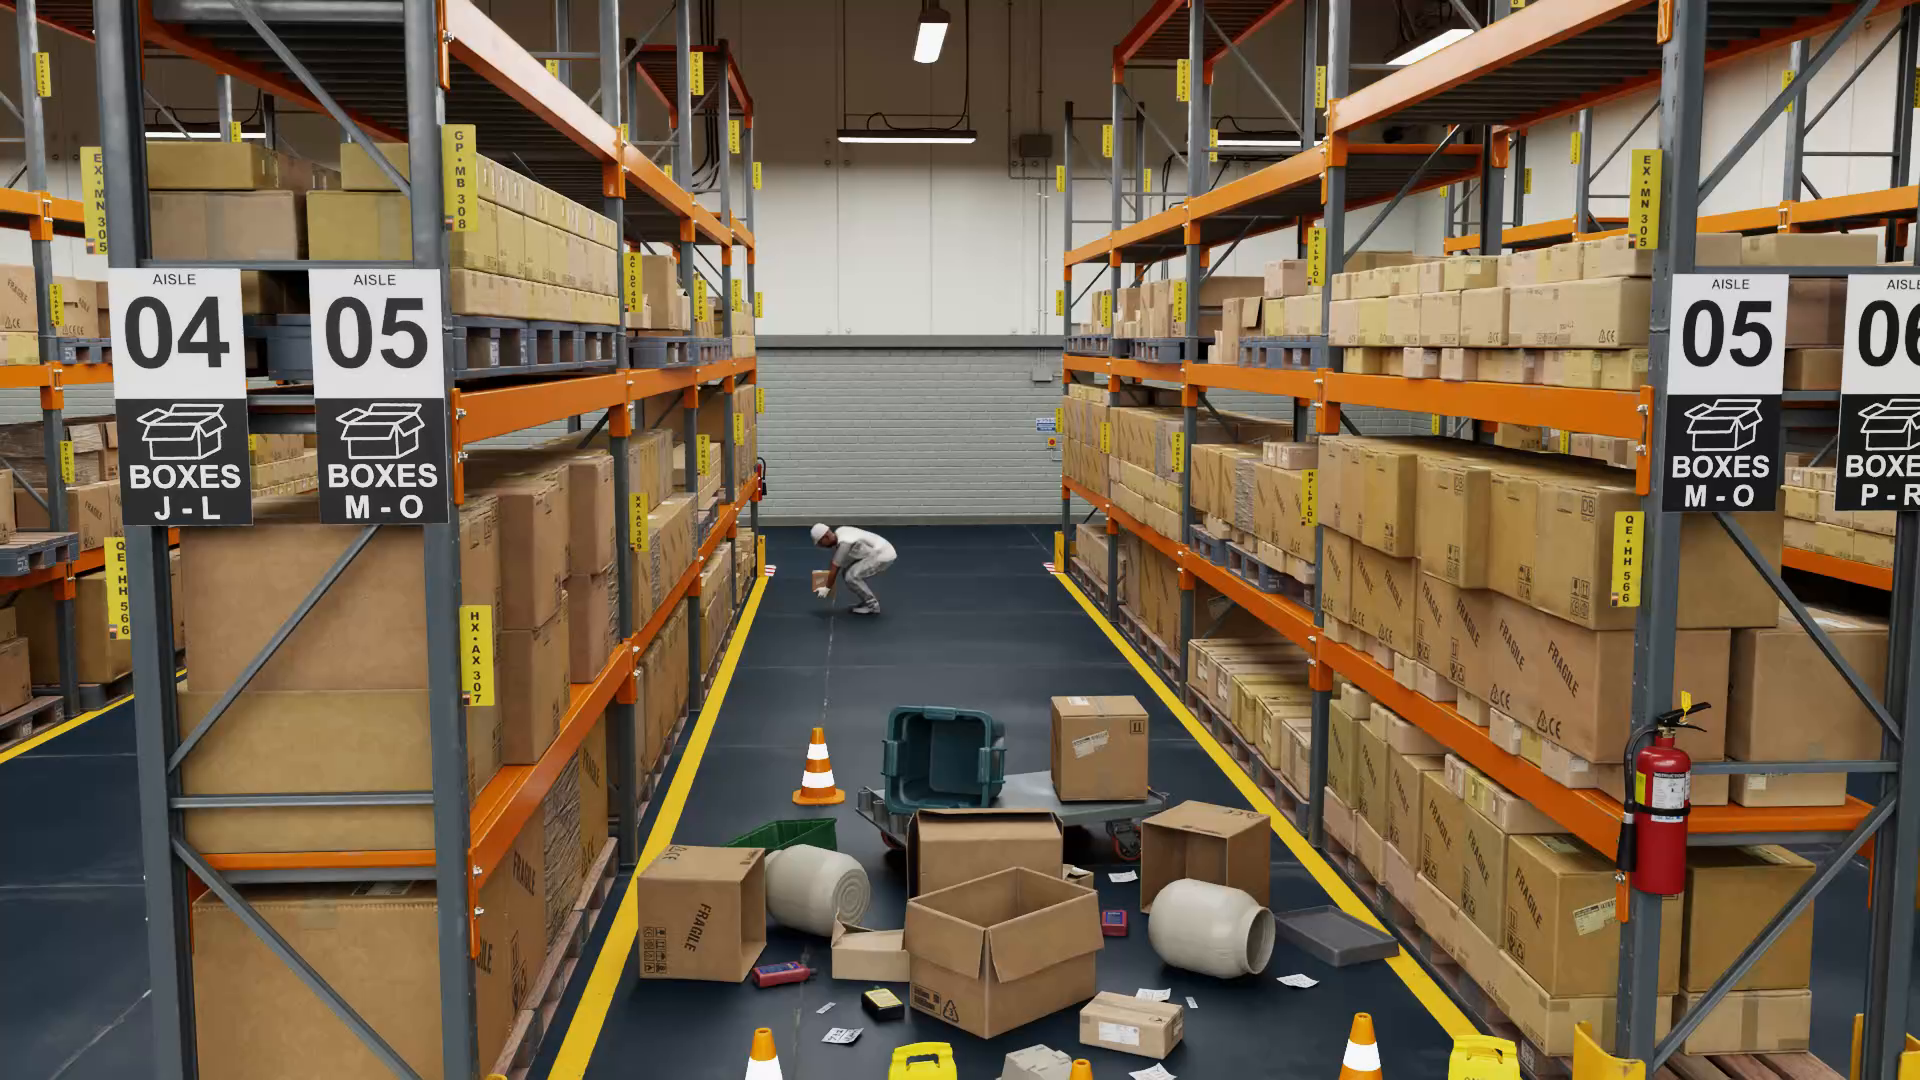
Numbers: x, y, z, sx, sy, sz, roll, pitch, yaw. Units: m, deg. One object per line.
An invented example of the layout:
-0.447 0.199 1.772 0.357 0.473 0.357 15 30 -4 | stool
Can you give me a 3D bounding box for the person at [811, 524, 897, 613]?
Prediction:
-1.173 0.310 18.410 0.946 0.995 0.543 -1 7 -6 | person
